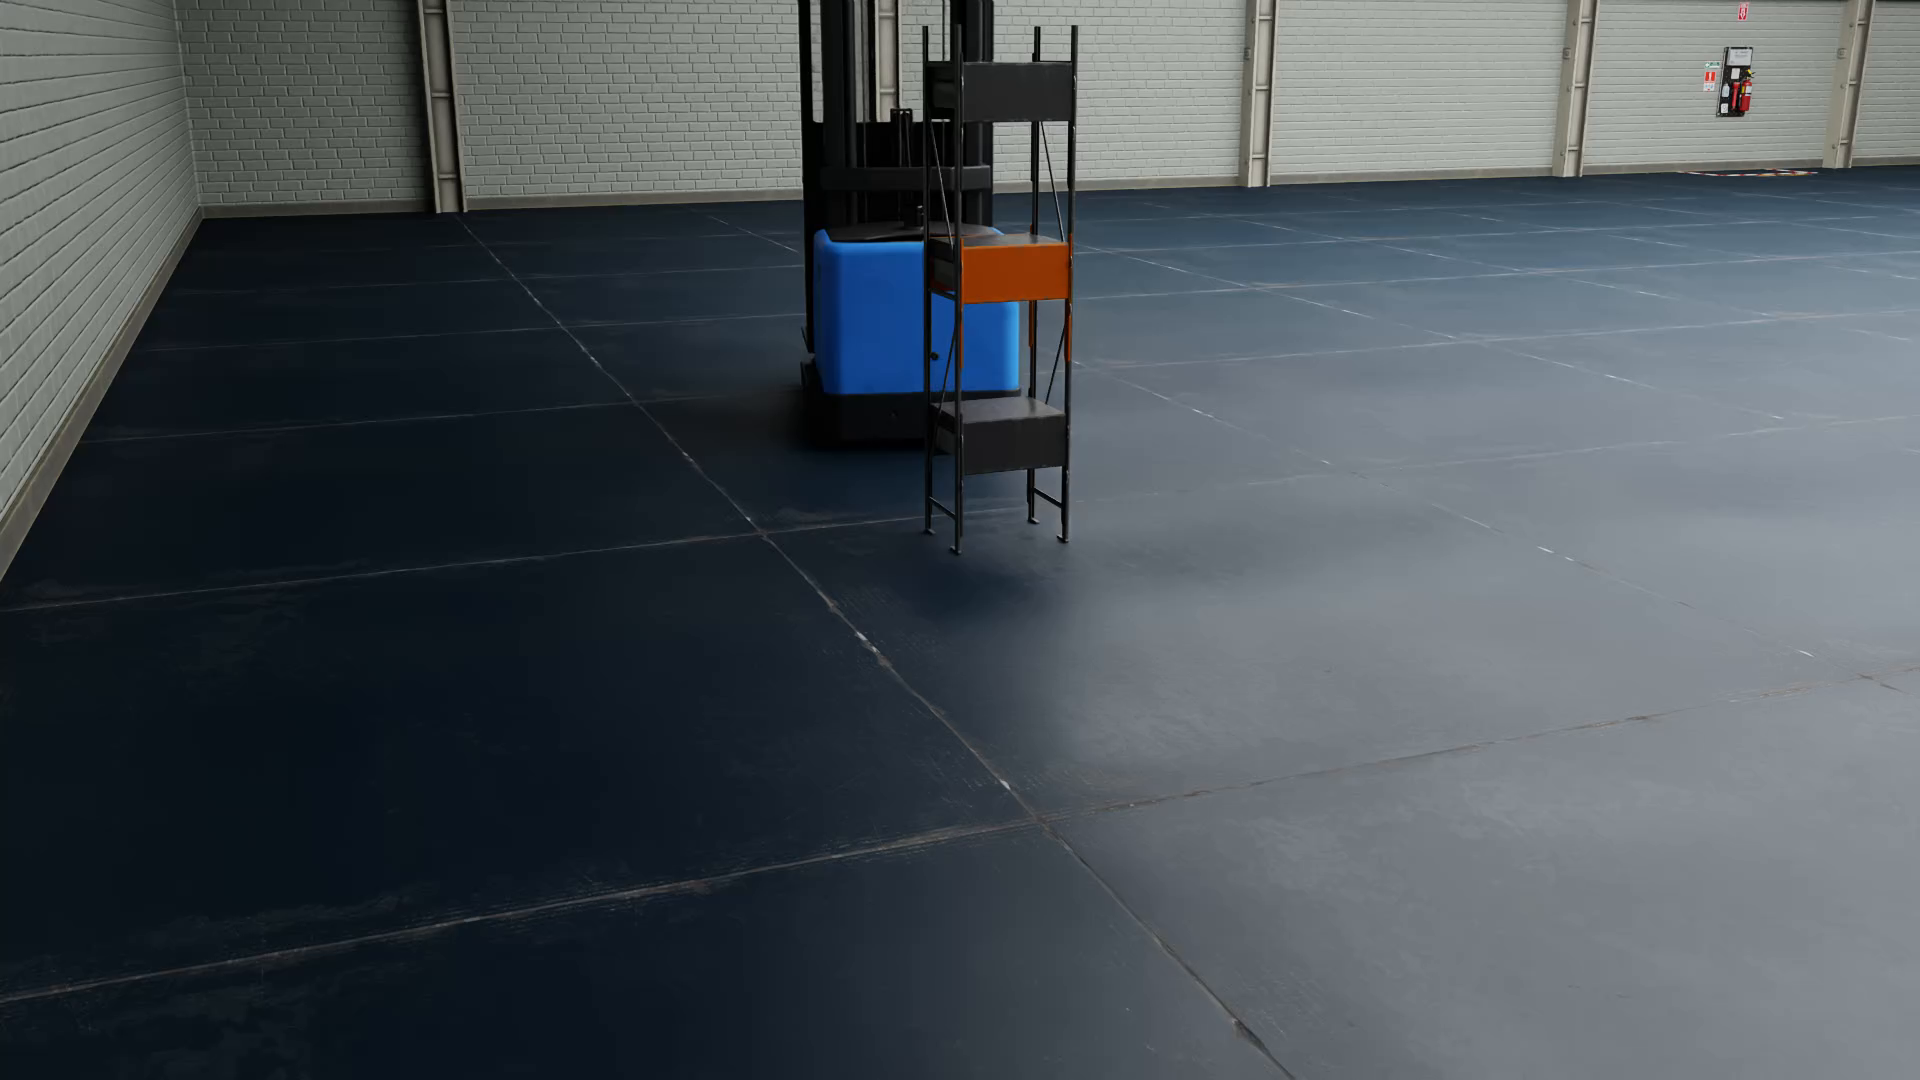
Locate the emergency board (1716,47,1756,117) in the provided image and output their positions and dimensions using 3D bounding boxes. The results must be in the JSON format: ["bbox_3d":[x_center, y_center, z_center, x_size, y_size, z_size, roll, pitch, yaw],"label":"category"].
[{"bbox_3d":[13.446,-7.906,28.698,0.643,1.169,0.194,-6,17,-20],"label":"emergency board"}]

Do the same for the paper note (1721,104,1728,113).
[{"bbox_3d":[13.256,-7.484,28.823,0.142,0.148,0.016,-6,17,-20],"label":"paper note"}]

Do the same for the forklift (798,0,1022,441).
[{"bbox_3d":[-0.387,-2.289,9.690,1.130,2.935,3.031,-2,17,-7],"label":"forklift"}]

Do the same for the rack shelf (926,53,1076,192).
[{"bbox_3d":[0.155,-1.683,6.666,0.480,0.518,0.431,-6,17,-20],"label":"rack shelf"}]

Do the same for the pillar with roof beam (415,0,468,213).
[{"bbox_3d":[-5.103,-7.471,16.570,0.400,9.000,9.100,-6,17,-20],"label":"pillar with roof beam"}]

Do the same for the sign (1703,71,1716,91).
[{"bbox_3d":[12.893,-7.895,28.595,0.234,0.329,0.001,-6,17,-20],"label":"sign"}]

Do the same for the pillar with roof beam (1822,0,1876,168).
[{"bbox_3d":[17.308,-9.891,24.809,0.400,9.000,9.100,-6,17,-20],"label":"pillar with roof beam"}]

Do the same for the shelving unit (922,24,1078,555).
[{"bbox_3d":[0.155,-1.024,6.859,0.503,2.100,0.431,-6,17,-20],"label":"shelving unit"}]

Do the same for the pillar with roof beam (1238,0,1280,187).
[{"bbox_3d":[6.102,-8.681,20.689,0.400,9.000,9.100,-6,17,-20],"label":"pillar with roof beam"}]

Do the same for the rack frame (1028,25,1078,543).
[{"bbox_3d":[0.382,-1.049,6.943,0.015,2.100,0.400,-6,17,-20],"label":"rack frame"}]

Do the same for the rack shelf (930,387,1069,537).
[{"bbox_3d":[0.155,-0.339,7.060,0.480,0.518,0.431,-6,17,-20],"label":"rack shelf"}]

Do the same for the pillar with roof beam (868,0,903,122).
[{"bbox_3d":[0.499,-8.076,18.630,0.400,9.000,9.100,-6,17,-20],"label":"pillar with roof beam"}]

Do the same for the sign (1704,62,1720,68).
[{"bbox_3d":[12.900,-8.147,28.514,0.331,0.109,0.001,-6,17,-20],"label":"sign"}]

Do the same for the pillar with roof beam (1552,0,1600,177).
[{"bbox_3d":[11.705,-9.286,22.749,0.400,9.000,9.100,-6,17,-20],"label":"pillar with roof beam"}]

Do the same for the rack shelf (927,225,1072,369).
[{"bbox_3d":[0.155,-1.011,6.863,0.480,0.518,0.431,-6,17,-20],"label":"rack shelf"}]

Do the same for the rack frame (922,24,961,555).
[{"bbox_3d":[-0.073,-1.000,6.775,0.015,2.100,0.400,-6,17,-20],"label":"rack frame"}]

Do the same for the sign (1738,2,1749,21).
[{"bbox_3d":[13.403,-9.044,28.457,0.199,0.298,0.001,-6,17,-20],"label":"sign"}]
